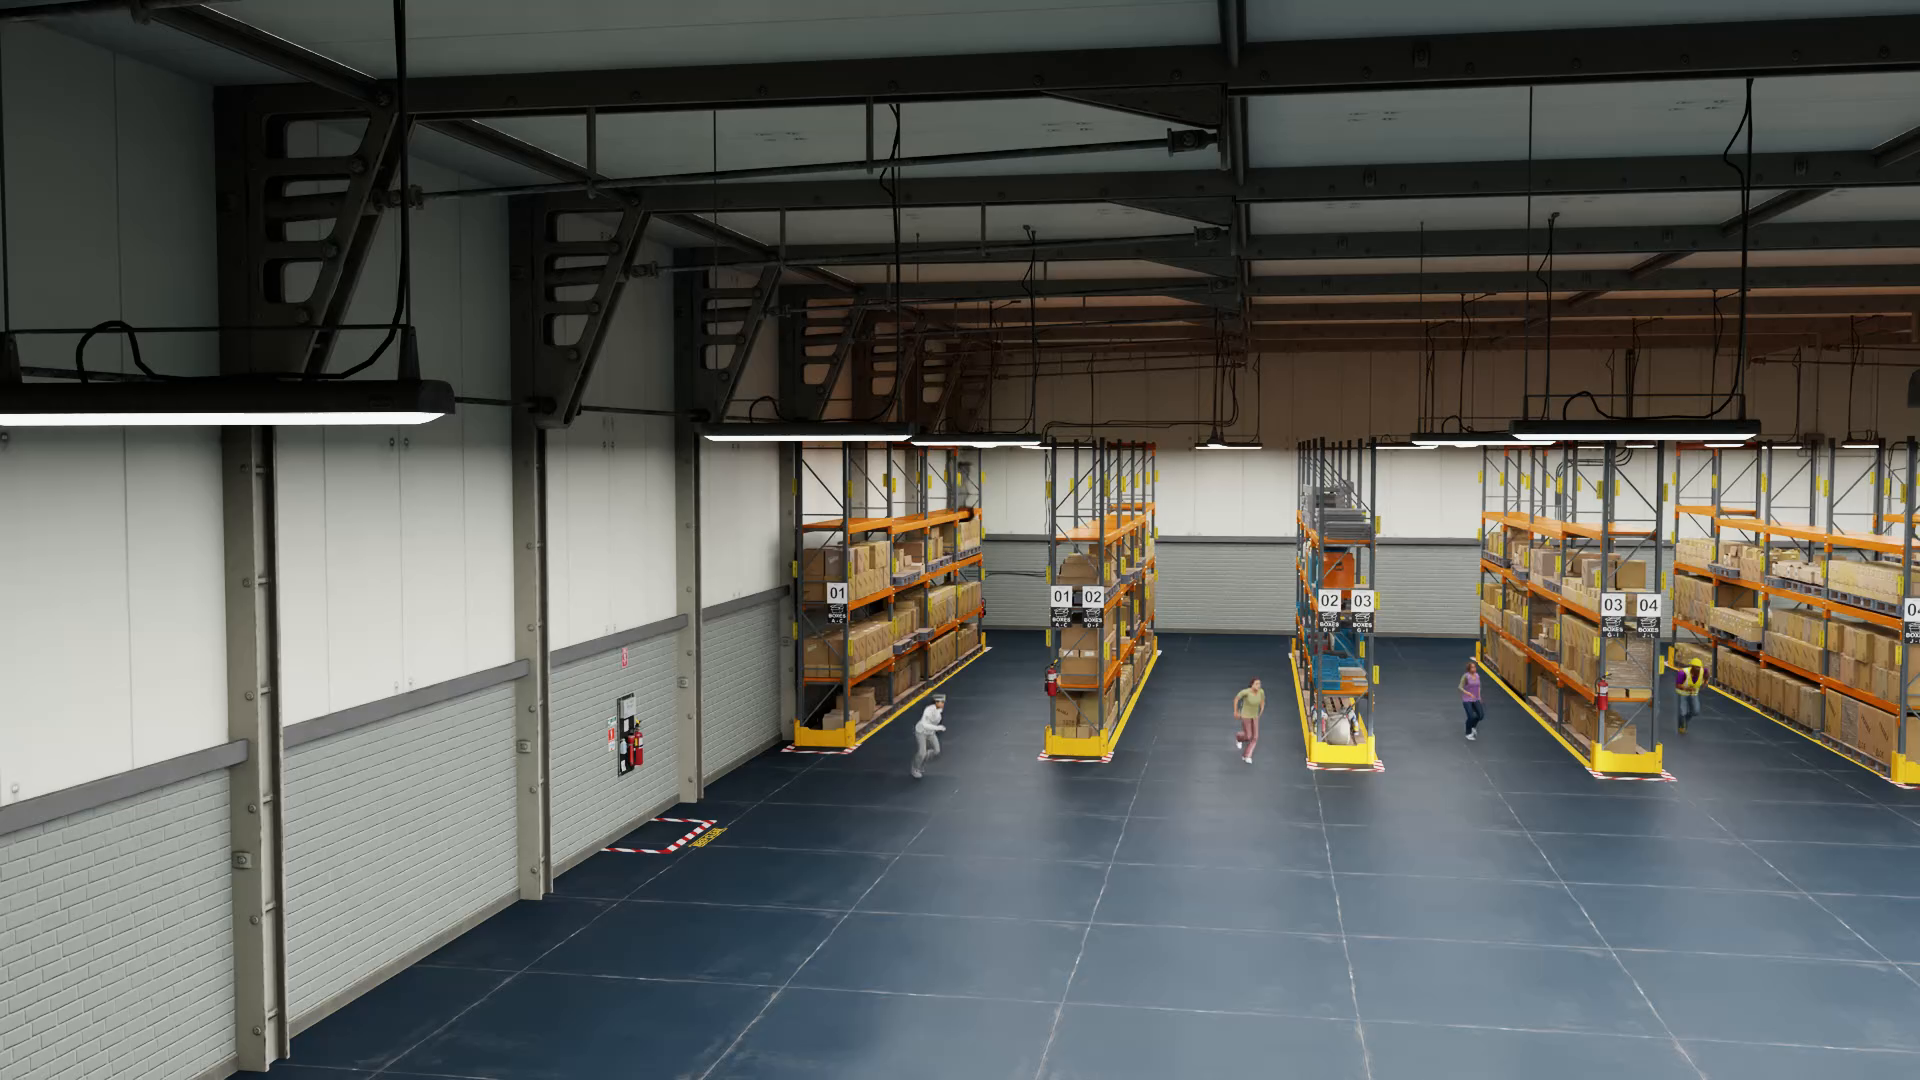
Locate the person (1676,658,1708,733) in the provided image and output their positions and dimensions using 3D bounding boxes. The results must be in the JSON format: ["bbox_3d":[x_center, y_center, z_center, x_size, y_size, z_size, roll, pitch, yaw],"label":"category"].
[{"bbox_3d":[14.787,3.148,33.581,0.736,1.589,0.863,0,3,-2],"label":"person"}]

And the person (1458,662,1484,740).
[{"bbox_3d":[10.158,3.196,32.980,0.550,1.564,0.522,-1,3,-13],"label":"person"}]

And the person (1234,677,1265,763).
[{"bbox_3d":[5.354,3.311,30.855,0.574,1.604,0.726,-1,3,-24],"label":"person"}]

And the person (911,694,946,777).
[{"bbox_3d":[-0.511,3.426,29.231,0.820,1.504,0.642,2,4,37],"label":"person"}]

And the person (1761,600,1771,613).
[{"bbox_3d":[22.431,2.450,46.384,0.891,1.589,0.534,-1,3,-11],"label":"person"}]
